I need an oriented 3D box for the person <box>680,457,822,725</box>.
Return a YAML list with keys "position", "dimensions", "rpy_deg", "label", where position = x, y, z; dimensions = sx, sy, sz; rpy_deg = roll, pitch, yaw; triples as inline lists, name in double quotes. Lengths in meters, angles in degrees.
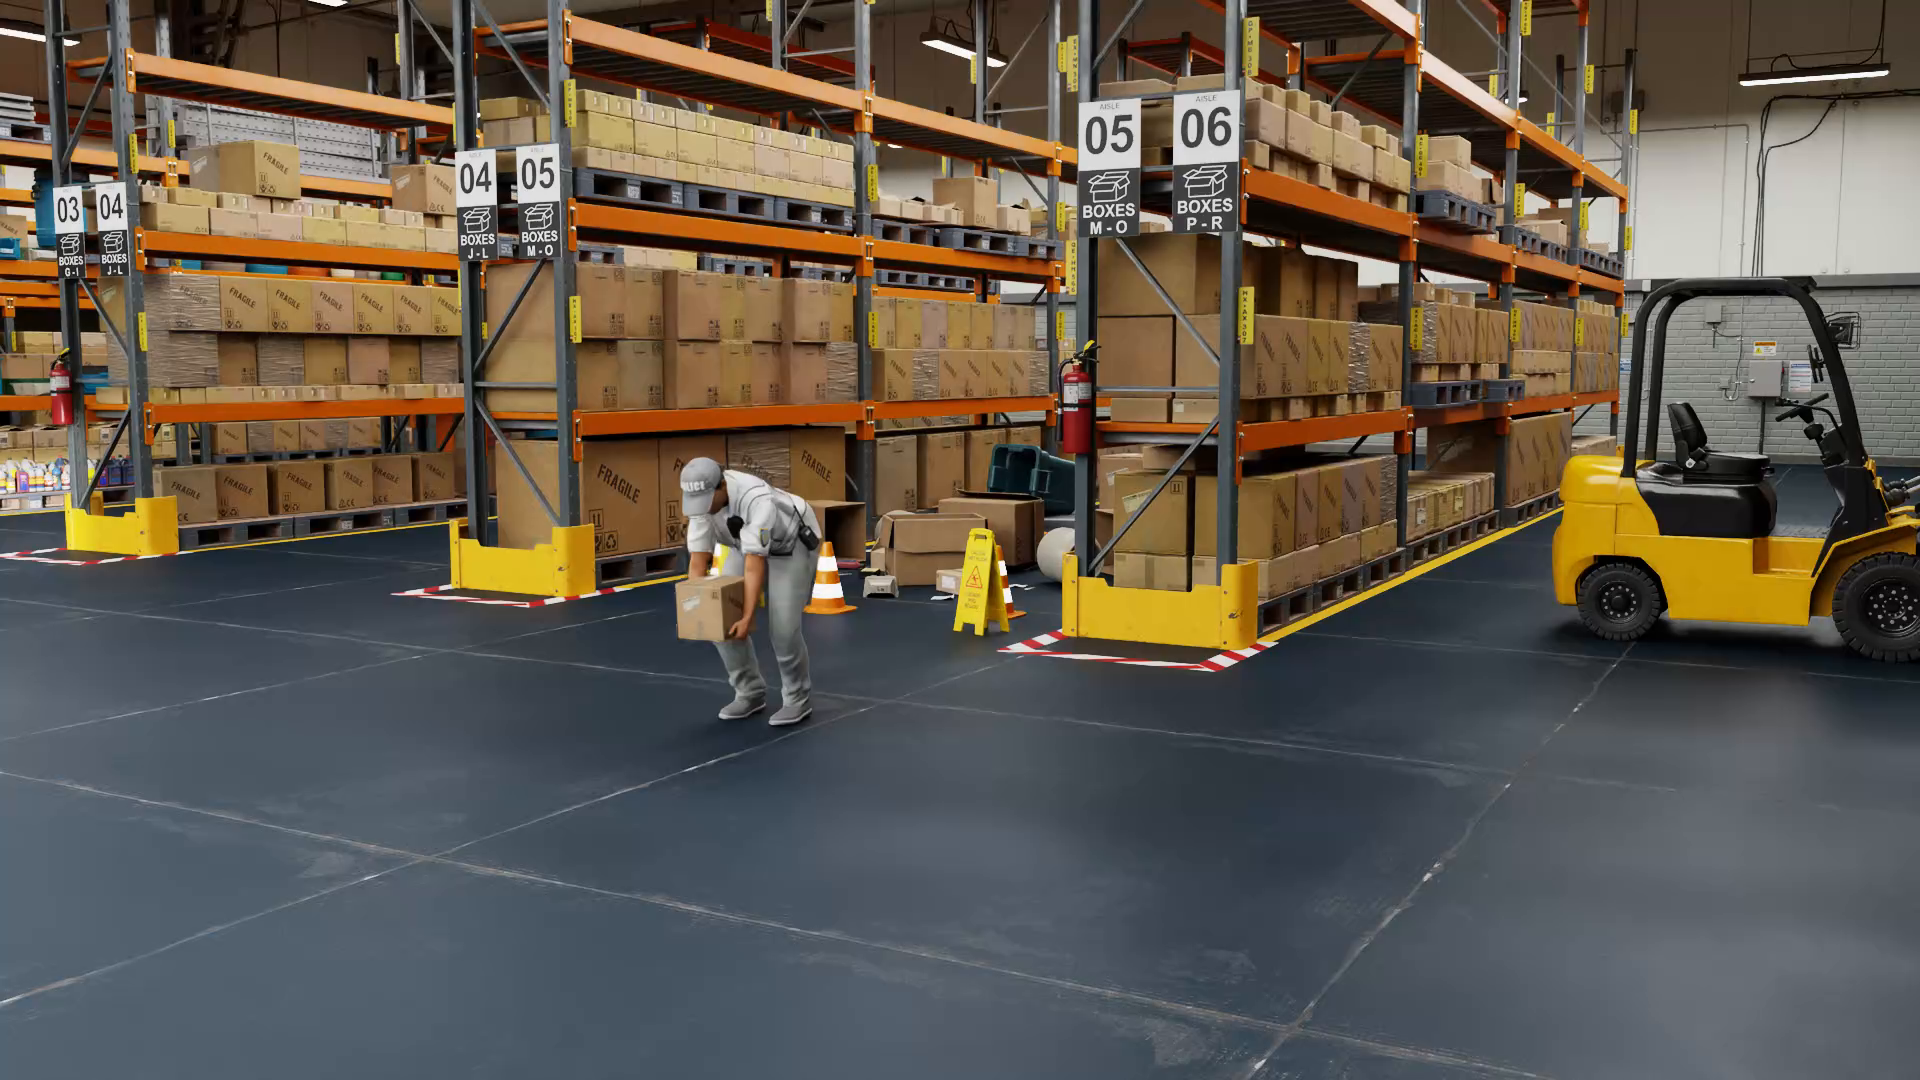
- position: [-0.990, 0.233, 7.622]
  dimensions: [0.474, 1.258, 0.892]
  rpy_deg: [3, 7, 27]
  label: "person"
